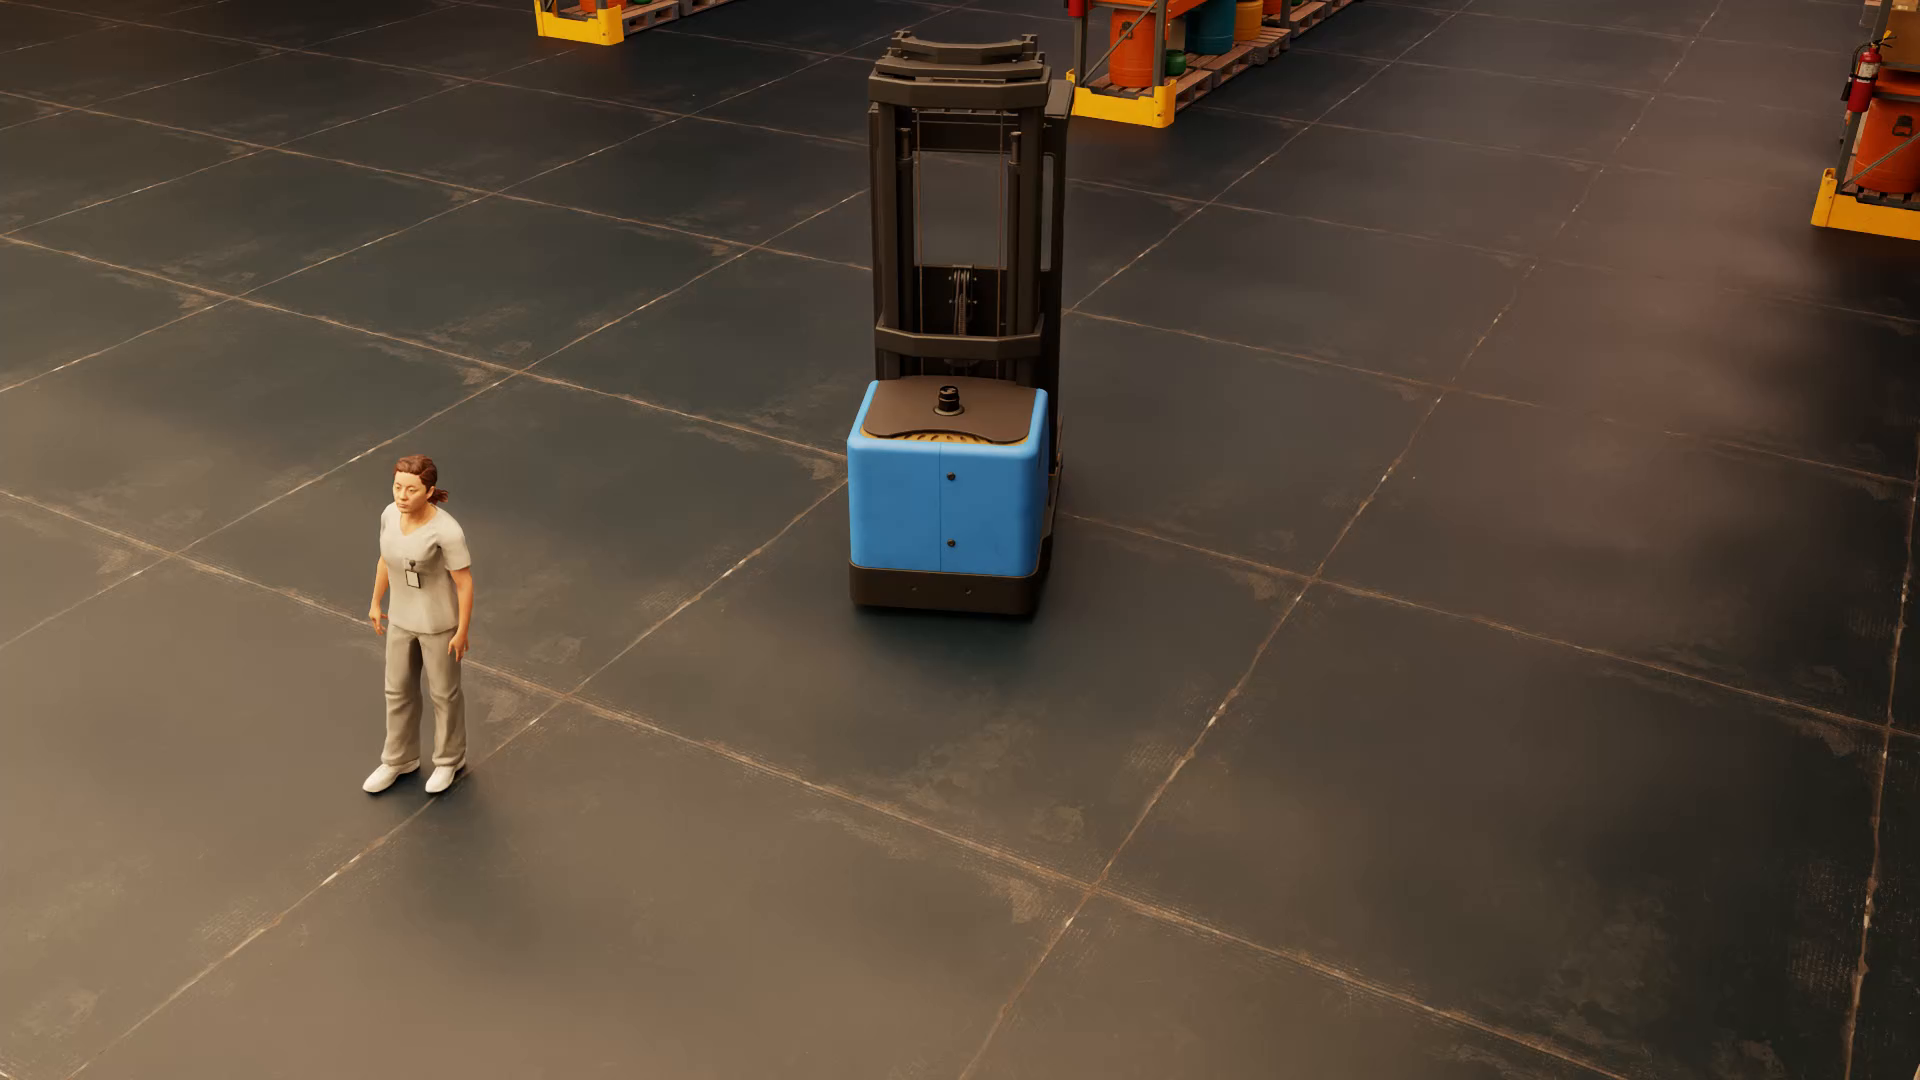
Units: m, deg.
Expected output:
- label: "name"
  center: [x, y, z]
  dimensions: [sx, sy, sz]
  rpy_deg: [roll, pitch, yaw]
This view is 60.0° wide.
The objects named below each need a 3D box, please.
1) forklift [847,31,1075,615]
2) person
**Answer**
- label: "forklift"
  center: [0.072, -1.572, 9.794]
  dimensions: [1.130, 2.935, 3.031]
  rpy_deg: [3, 30, 6]
- label: "person"
  center: [-2.493, 0.407, 7.607]
  dimensions: [0.550, 1.673, 0.548]
  rpy_deg: [12, 32, 20]
